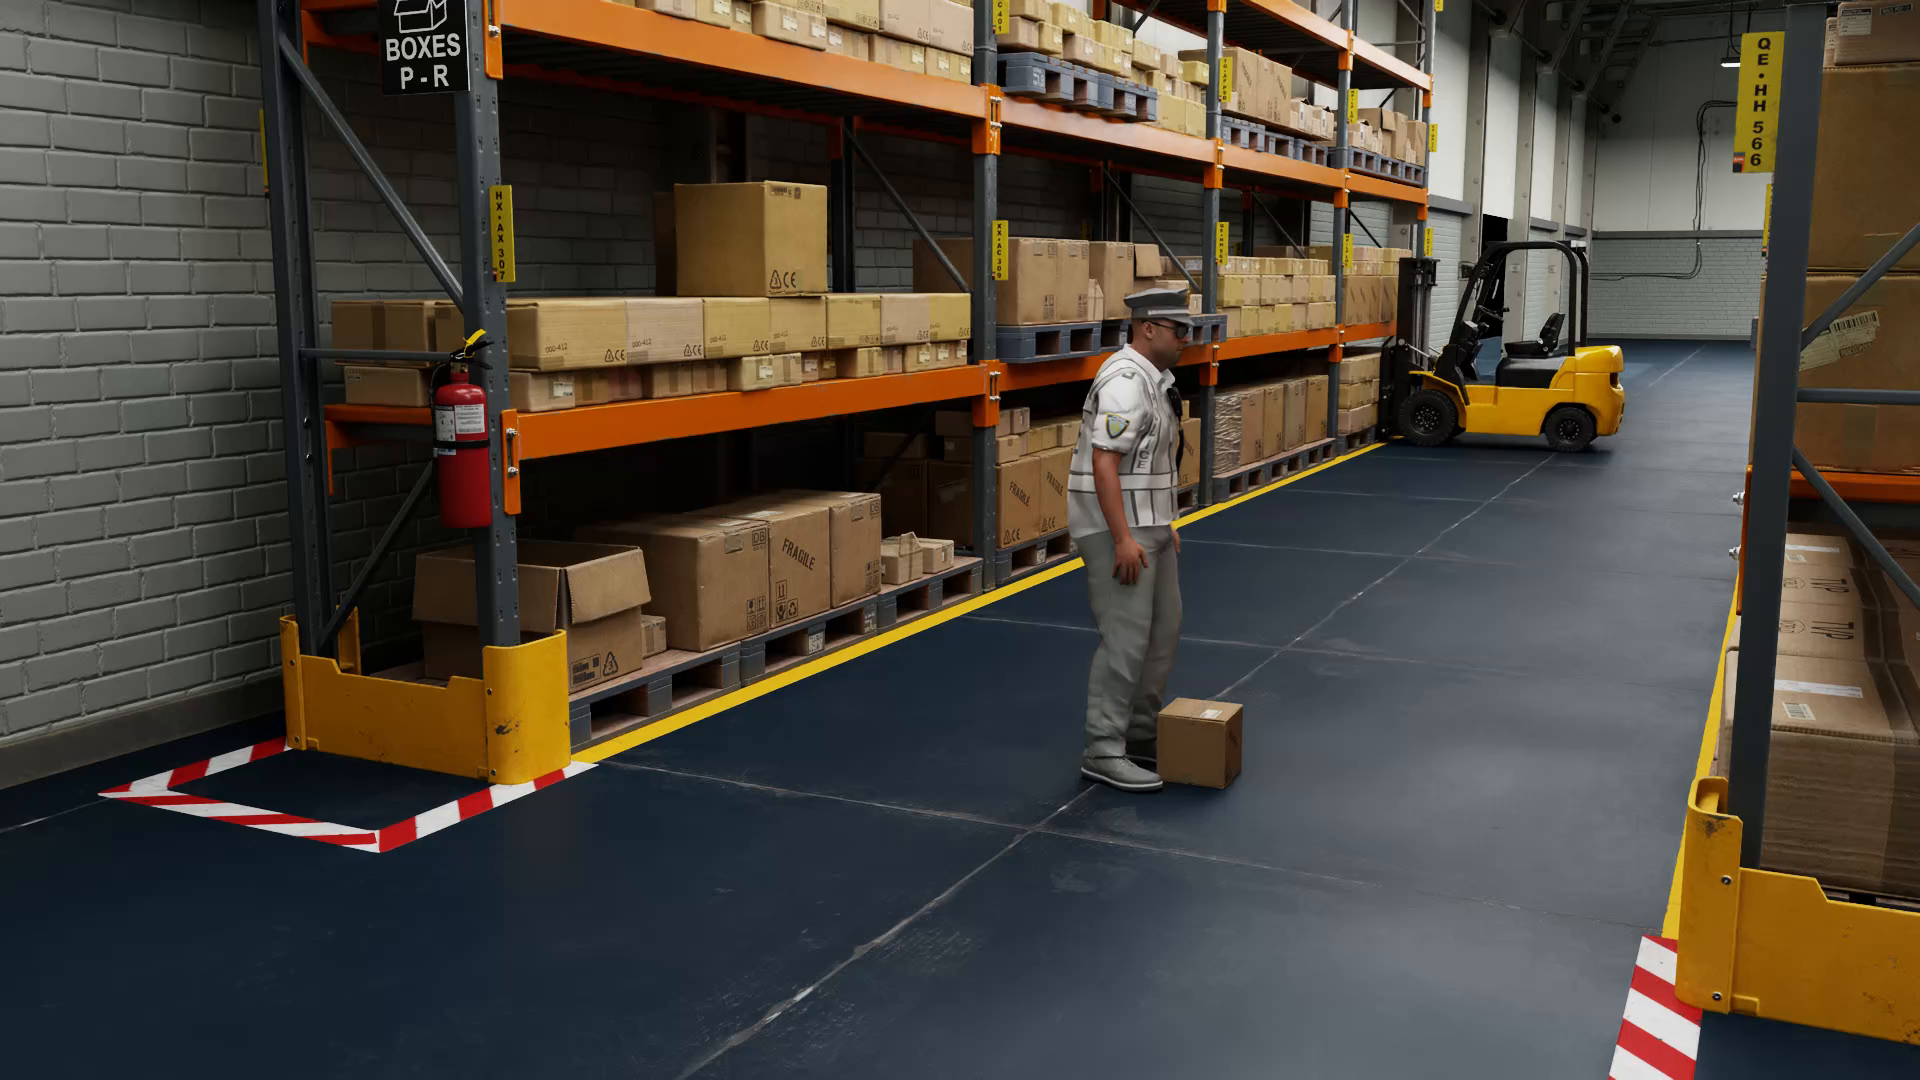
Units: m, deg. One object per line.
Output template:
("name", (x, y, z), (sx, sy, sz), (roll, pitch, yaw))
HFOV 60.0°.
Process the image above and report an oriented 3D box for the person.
("person", (0.638, -0.027, 6.003), (0.470, 1.750, 0.603), (4, 10, 24))
